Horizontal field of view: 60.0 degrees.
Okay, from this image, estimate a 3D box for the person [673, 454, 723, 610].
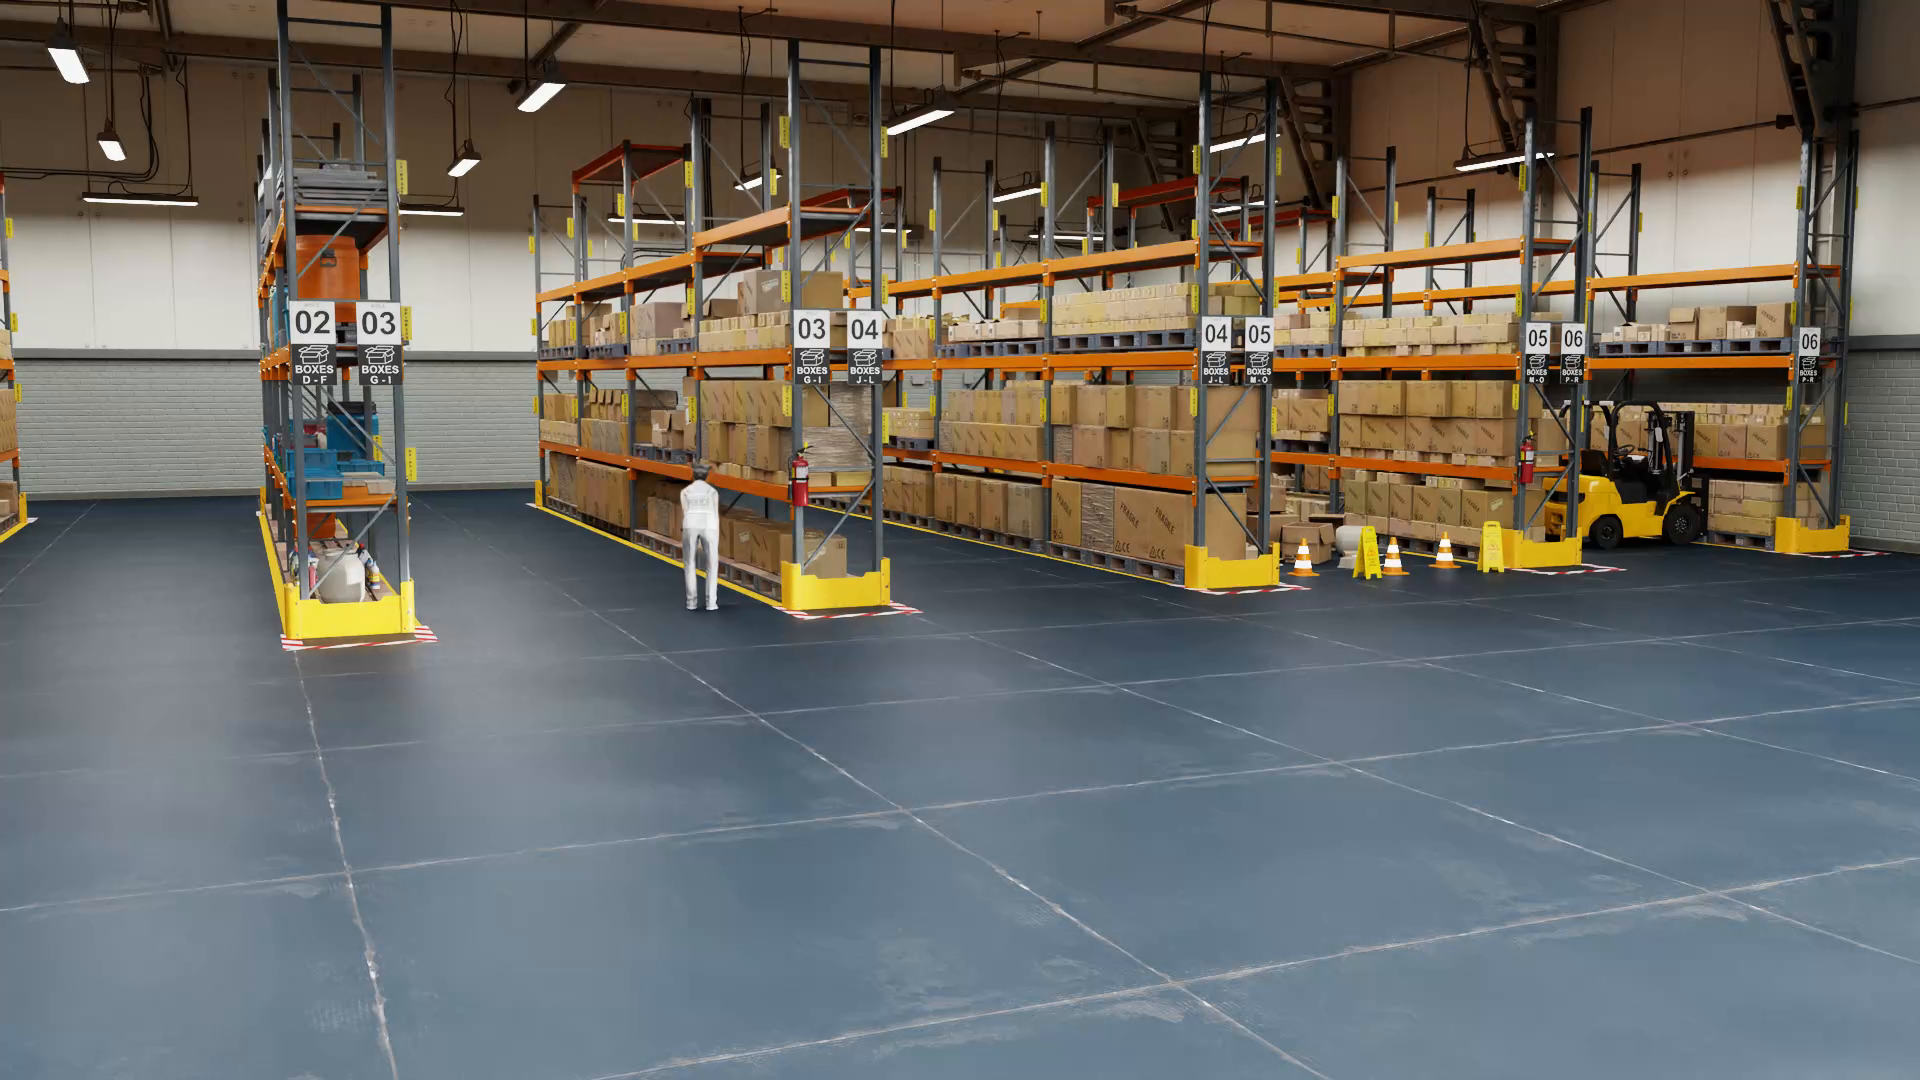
[{"bbox_3d":[-2.803,-0.081,17.795,0.510,1.669,0.411,0,6,-4],"label":"person"}]
